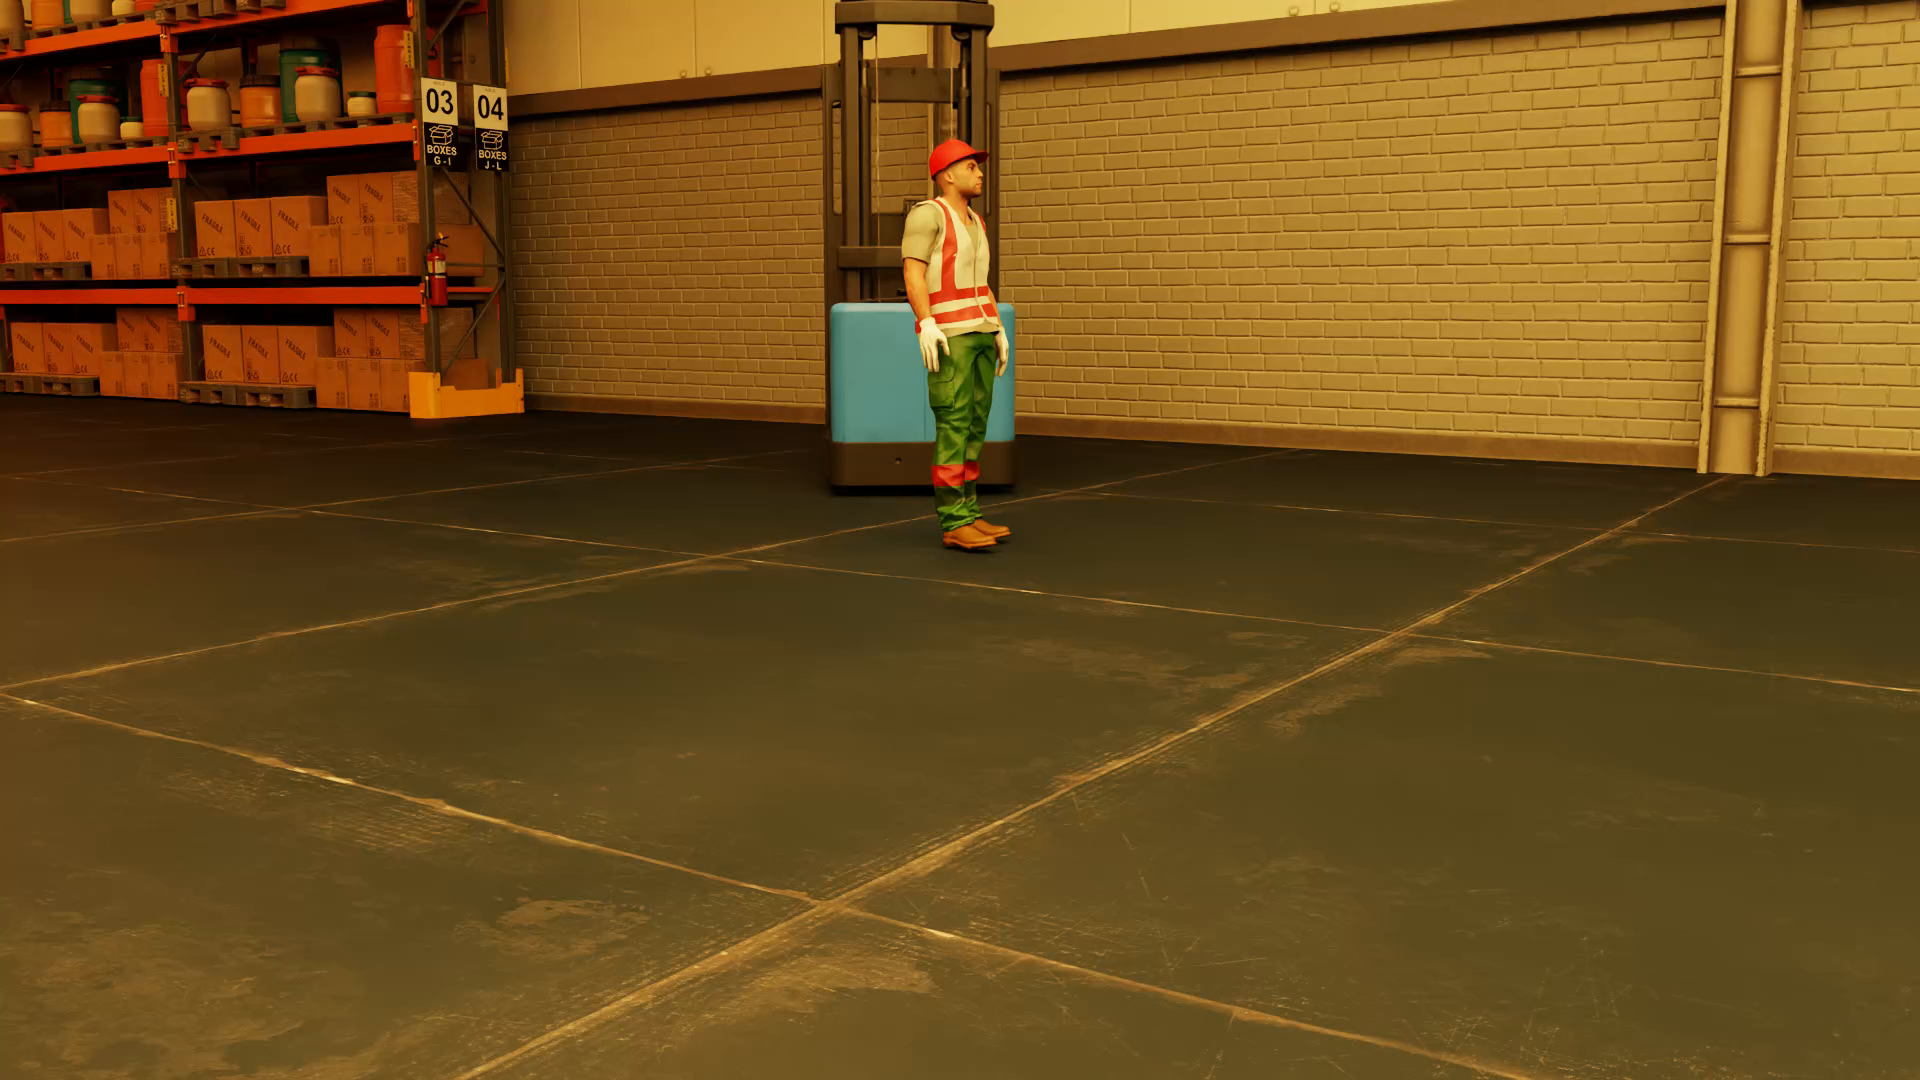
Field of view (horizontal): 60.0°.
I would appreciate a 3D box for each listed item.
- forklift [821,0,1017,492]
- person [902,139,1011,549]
[{"bbox_3d":[-0.321,-1.896,10.527,1.130,2.935,3.031,-1,8,-5],"label":"forklift"},{"bbox_3d":[0.061,-0.885,7.423,0.562,1.789,0.638,5,10,34],"label":"person"}]
